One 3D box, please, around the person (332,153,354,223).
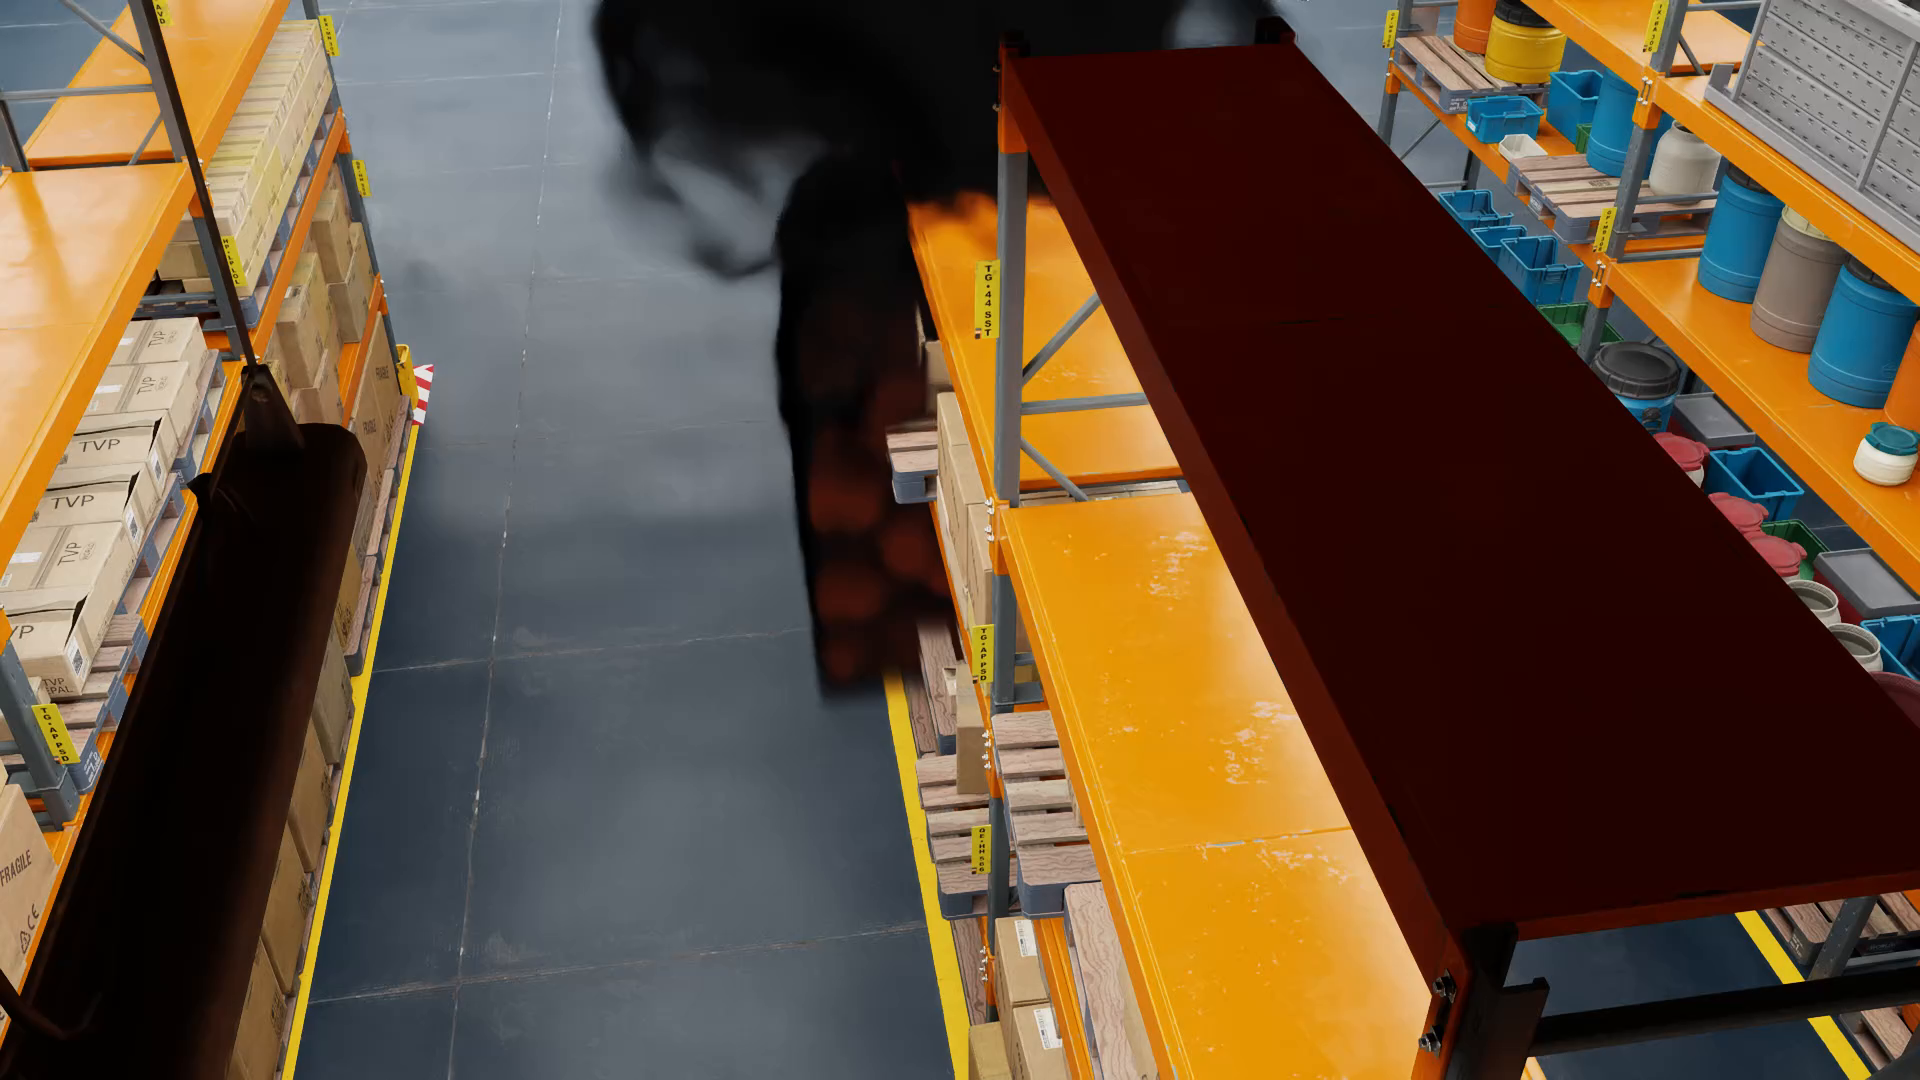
[{"bbox_3d":[-6.769,-4.041,17.522,0.853,1.764,0.678,19,41,24],"label":"person"}]
